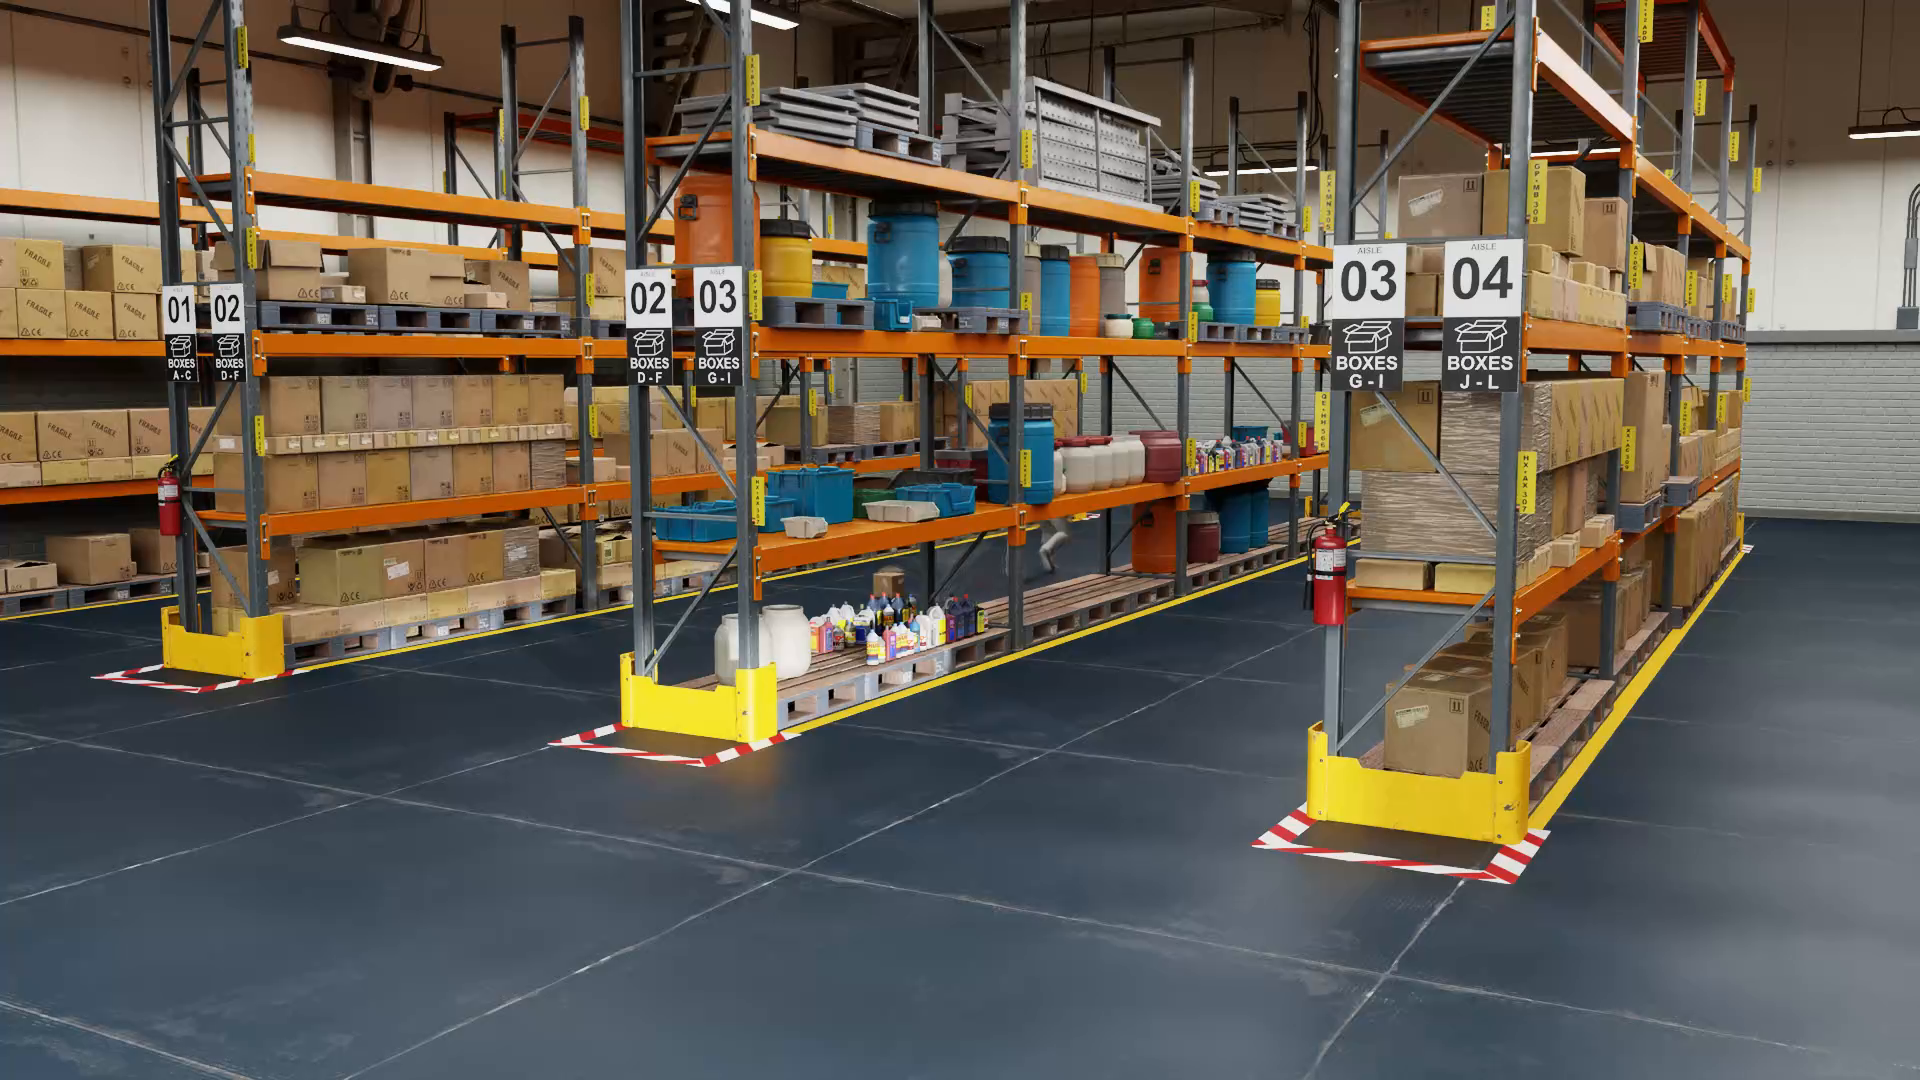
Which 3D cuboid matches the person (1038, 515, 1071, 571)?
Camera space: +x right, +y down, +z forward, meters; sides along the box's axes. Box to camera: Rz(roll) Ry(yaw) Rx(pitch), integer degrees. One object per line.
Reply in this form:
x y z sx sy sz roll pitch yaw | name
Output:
1.069 -0.417 20.130 0.477 1.640 0.669 4 7 34 | person
